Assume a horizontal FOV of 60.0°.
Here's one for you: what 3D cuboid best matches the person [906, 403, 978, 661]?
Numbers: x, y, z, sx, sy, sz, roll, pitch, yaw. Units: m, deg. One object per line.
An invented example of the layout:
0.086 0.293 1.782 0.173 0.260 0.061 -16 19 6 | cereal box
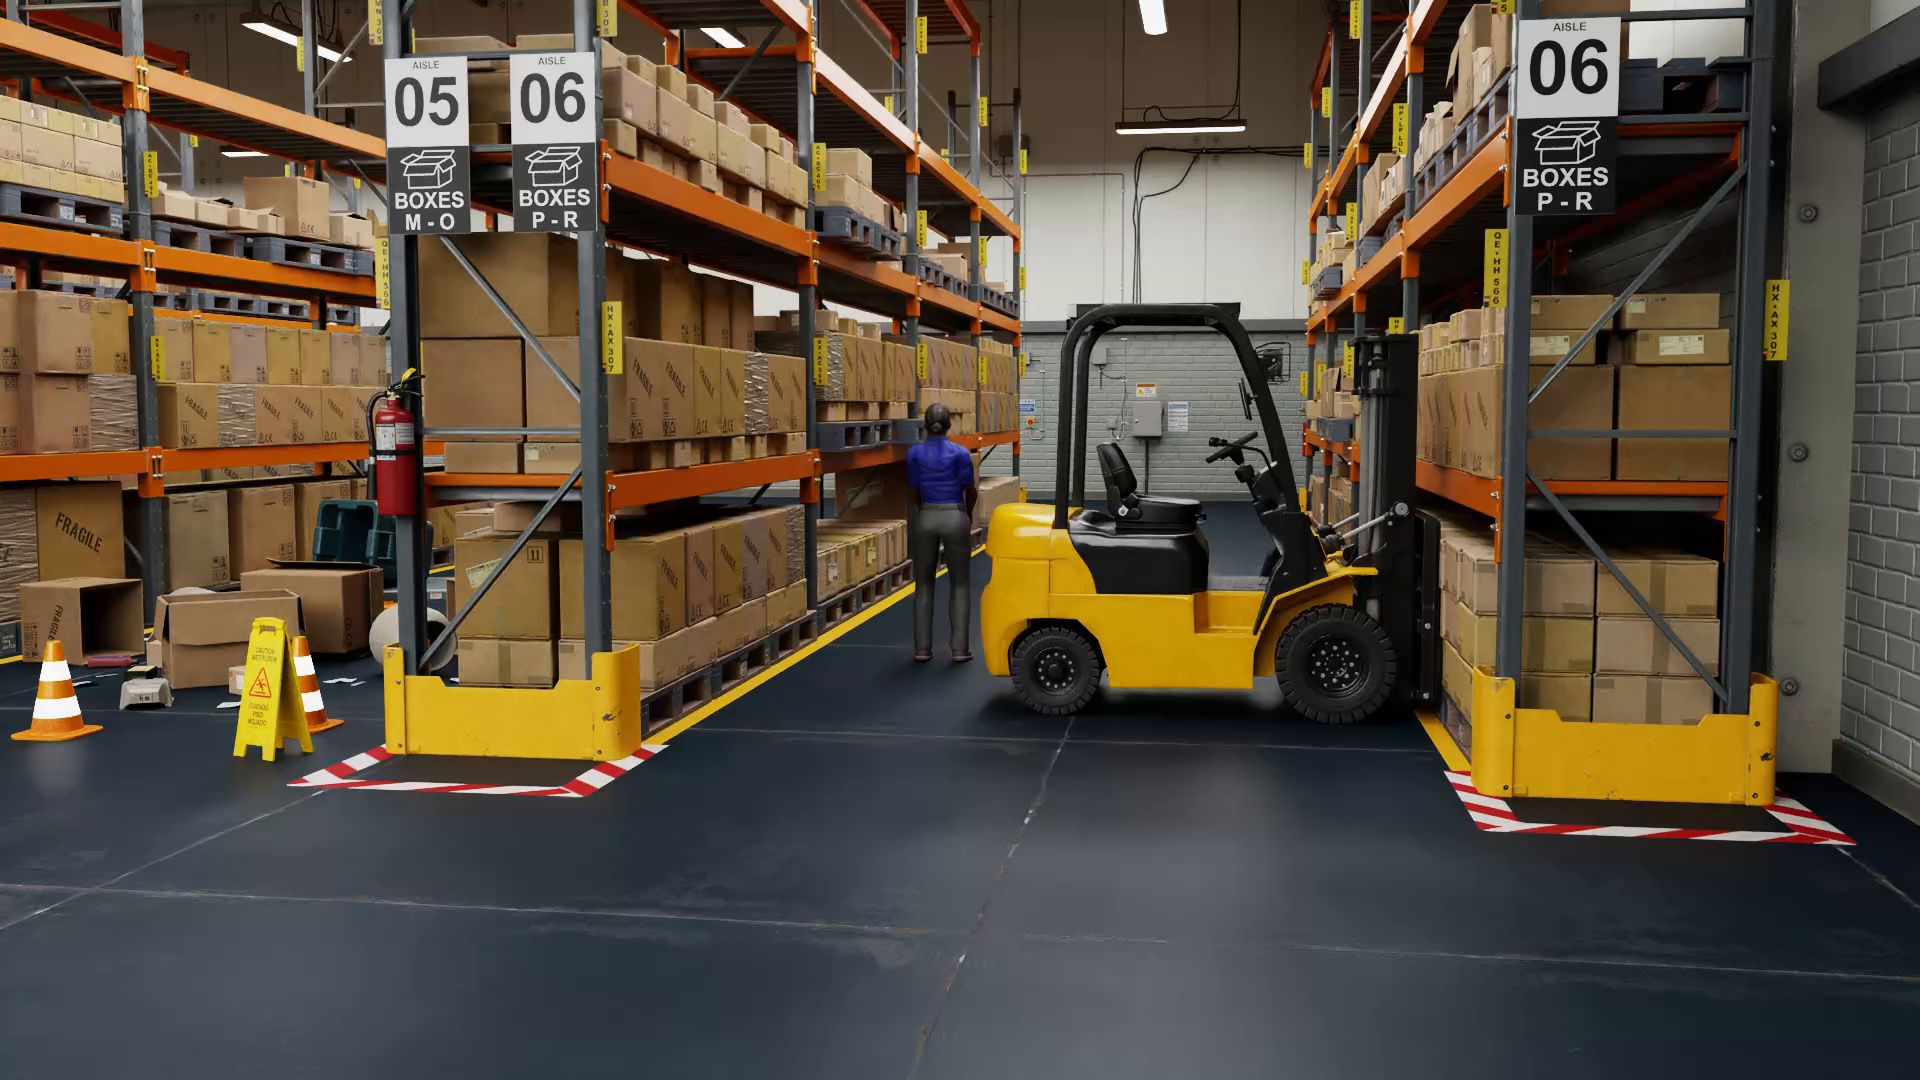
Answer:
-0.103 -0.056 10.696 0.451 1.649 0.514 1 5 9 | person
